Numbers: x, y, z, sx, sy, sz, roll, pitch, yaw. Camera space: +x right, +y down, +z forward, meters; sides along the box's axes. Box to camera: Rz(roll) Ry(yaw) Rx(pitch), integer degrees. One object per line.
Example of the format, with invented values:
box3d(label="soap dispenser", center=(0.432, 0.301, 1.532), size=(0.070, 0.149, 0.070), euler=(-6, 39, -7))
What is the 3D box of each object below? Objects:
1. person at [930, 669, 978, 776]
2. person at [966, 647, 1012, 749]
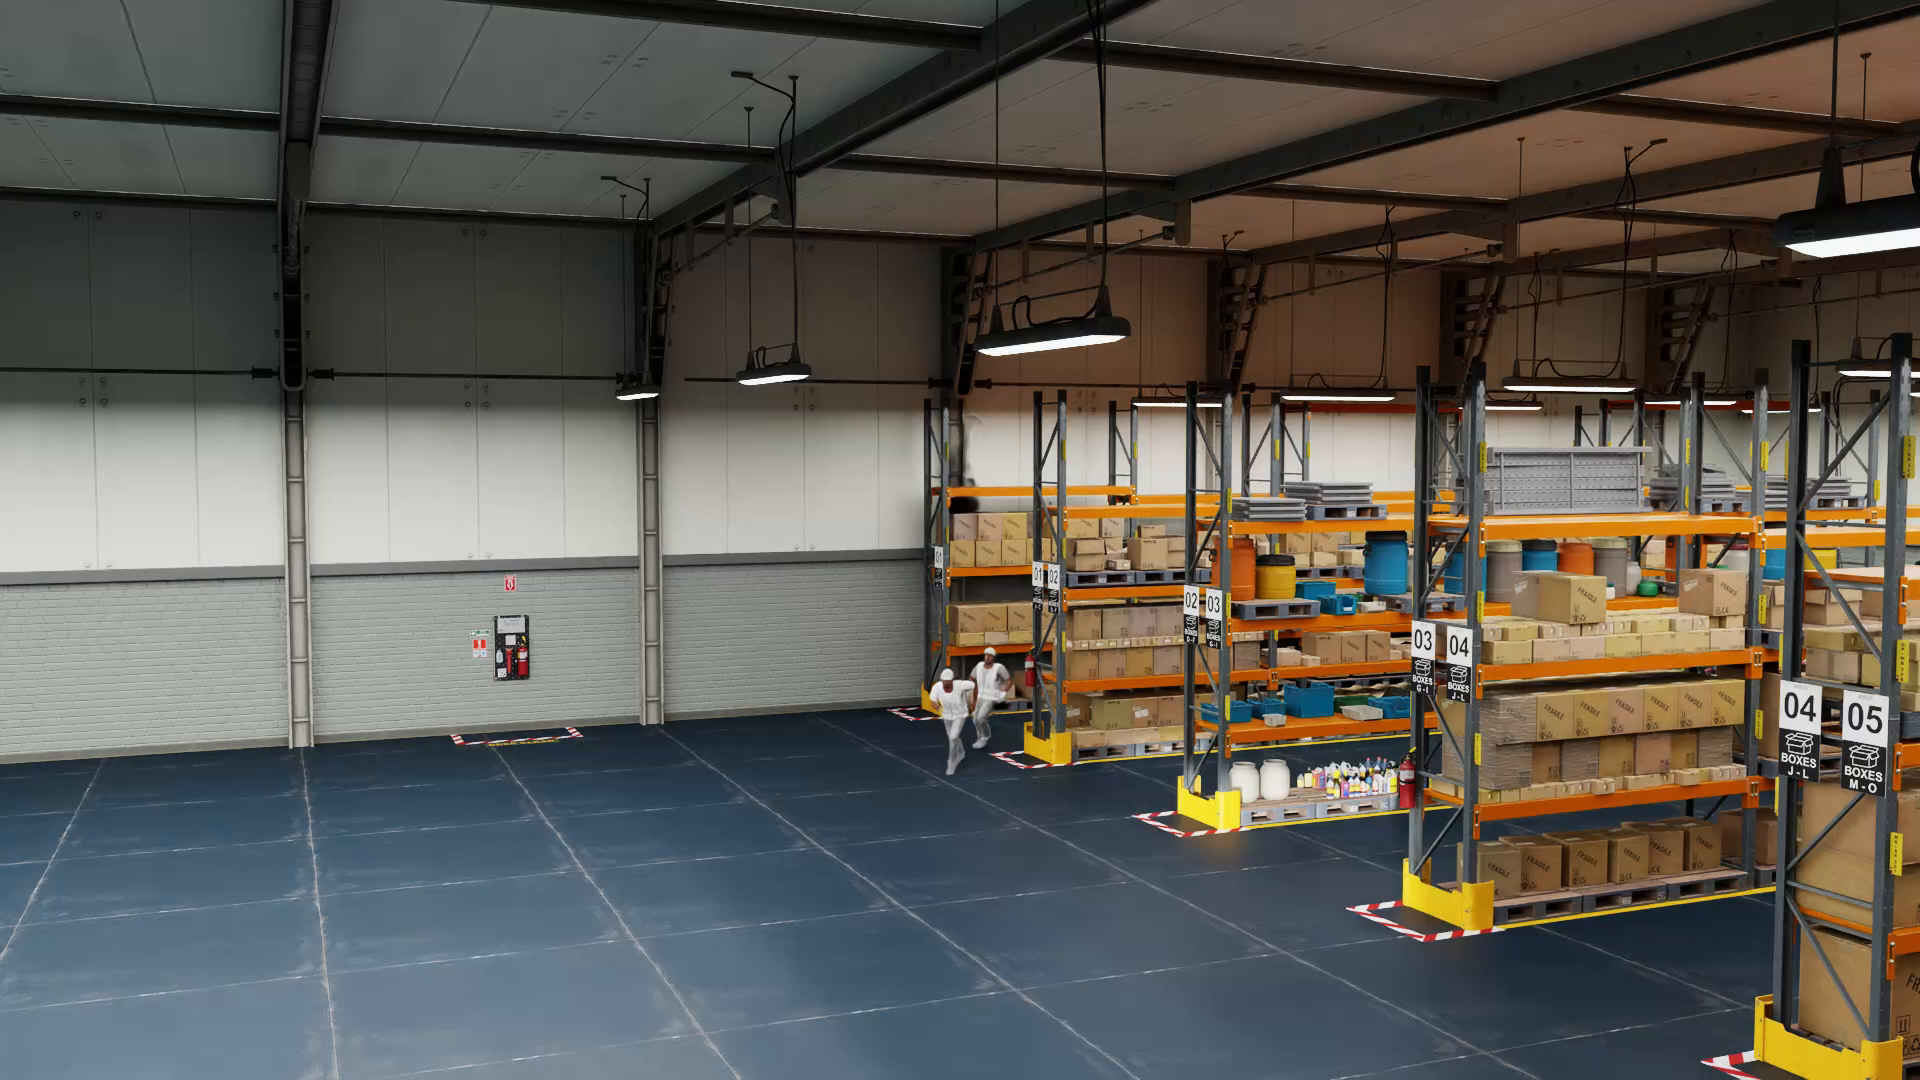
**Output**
box3d(label="person", center=(-0.077, 2.828, 26.044), size=(0.745, 1.712, 1.030), euler=(1, 4, 17))
box3d(label="person", center=(0.442, 2.653, 27.876), size=(0.749, 1.728, 0.604), euler=(2, 4, 34))
